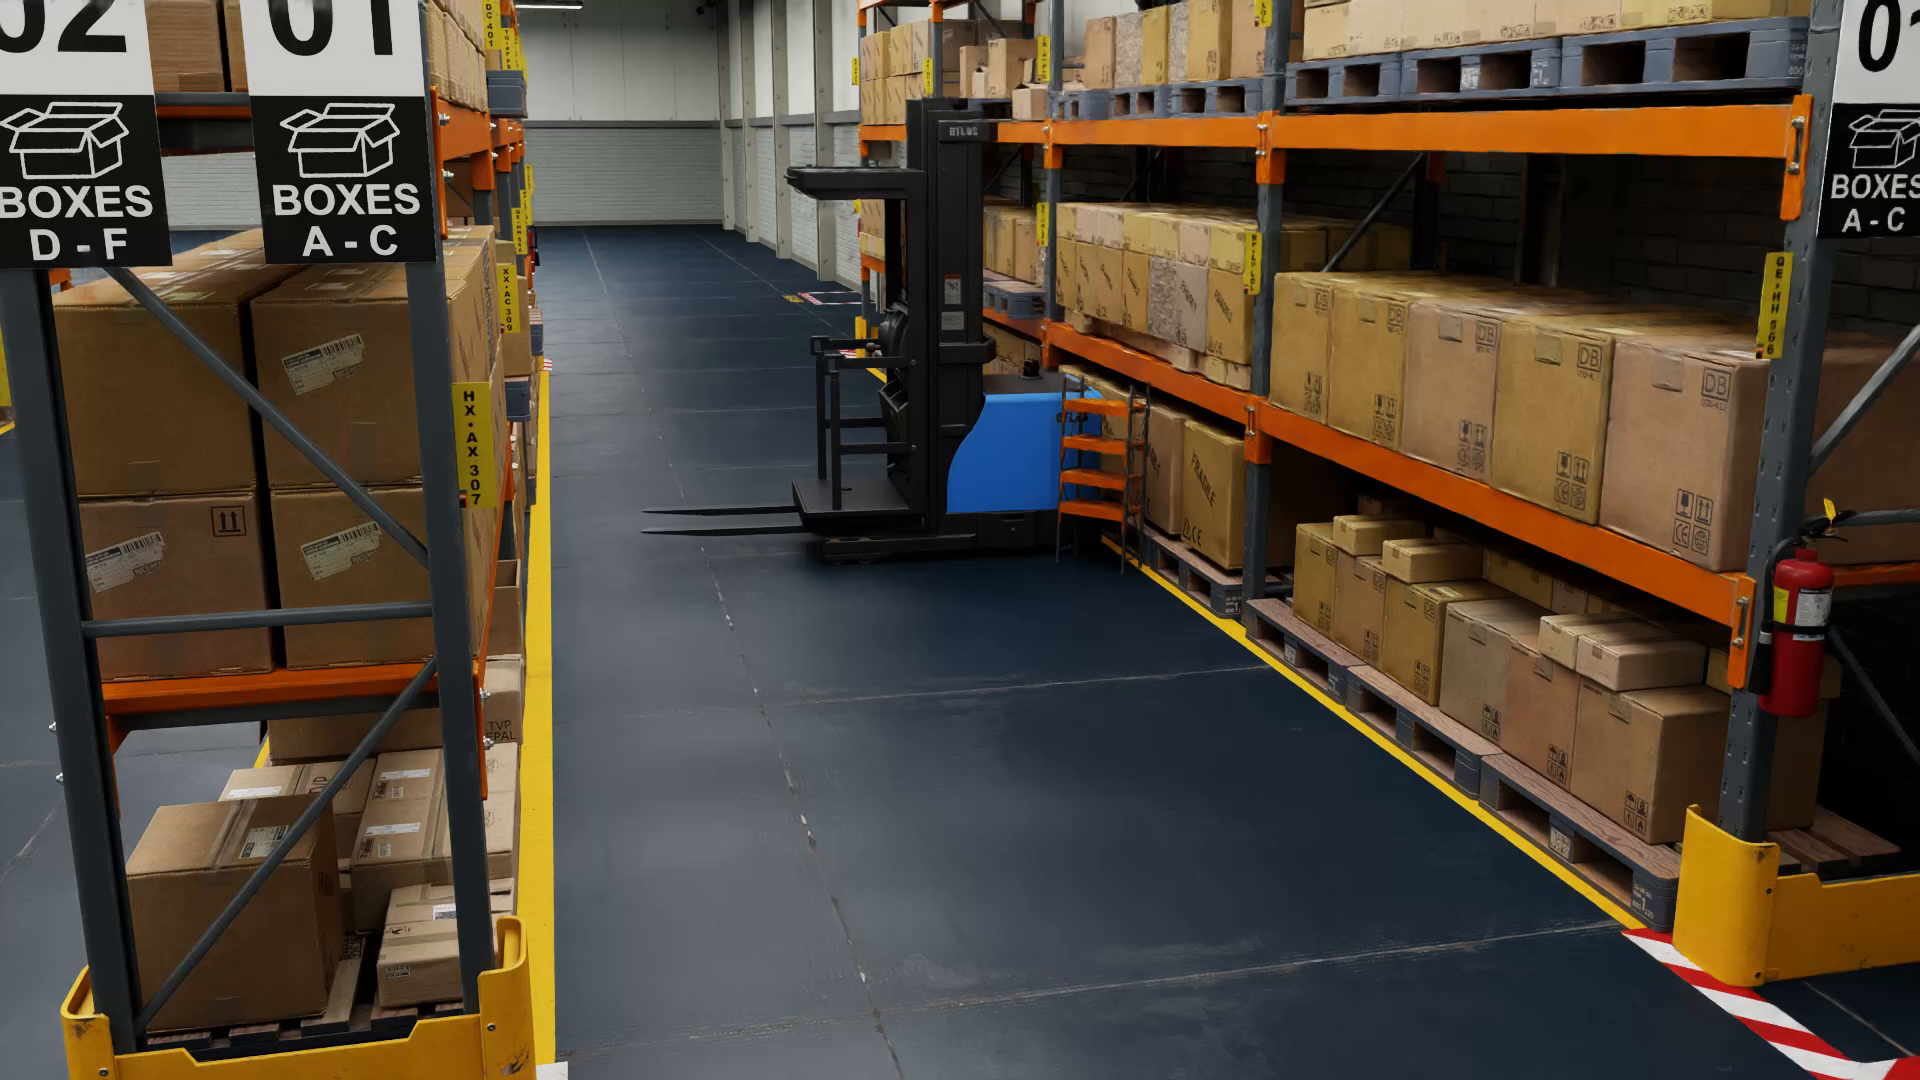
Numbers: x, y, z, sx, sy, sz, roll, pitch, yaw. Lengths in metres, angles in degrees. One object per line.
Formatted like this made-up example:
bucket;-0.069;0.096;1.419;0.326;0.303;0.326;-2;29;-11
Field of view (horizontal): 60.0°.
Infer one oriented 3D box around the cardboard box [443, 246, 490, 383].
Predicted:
cardboard box;-1.989;-0.796;6.047;0.500;0.500;0.500;-3;14;-14

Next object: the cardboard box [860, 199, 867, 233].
cardboard box;-0.902;-3.934;19.902;0.500;0.500;0.500;-3;14;-13

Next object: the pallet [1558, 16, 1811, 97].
pallet;2.851;-1.653;5.740;1.003;0.211;1.213;-3;14;-13

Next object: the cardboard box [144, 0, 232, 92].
cardboard box;-2.155;-1.280;4.340;0.500;0.250;0.500;-3;14;-13

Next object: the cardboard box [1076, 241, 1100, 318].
cardboard box;1.136;-1.869;11.878;0.500;0.500;0.500;-3;14;-11

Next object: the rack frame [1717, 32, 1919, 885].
rack frame;3.036;-0.068;5.387;1.000;3.000;0.127;-3;14;-13

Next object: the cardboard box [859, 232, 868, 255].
cardboard box;-0.916;-3.566;19.977;0.500;0.250;0.500;-4;14;-15

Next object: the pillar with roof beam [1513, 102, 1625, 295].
pillar with roof beam;-1.083;-3.552;7.006;9.100;9.000;0.400;-3;14;-13

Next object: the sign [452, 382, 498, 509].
sign;-1.251;-0.242;4.275;0.100;0.325;0.005;-3;14;-13

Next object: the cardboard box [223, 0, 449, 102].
cardboard box;-1.652;-1.308;4.458;0.500;0.250;0.500;-3;14;-13

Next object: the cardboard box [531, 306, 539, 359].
cardboard box;-4.636;-2.148;17.226;0.500;0.500;0.500;-3;14;-13

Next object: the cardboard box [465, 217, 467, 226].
cardboard box;-4.925;-3.031;15.937;0.380;0.149;0.250;-4;14;-14

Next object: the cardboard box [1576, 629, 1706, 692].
cardboard box;2.567;0.451;6.275;0.380;0.149;0.250;-3;14;-14

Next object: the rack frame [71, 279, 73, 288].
rack frame;-10.352;-3.207;18.235;1.000;3.000;0.127;-3;14;-13

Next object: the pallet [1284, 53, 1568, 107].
pallet;2.278;-2.216;8.044;1.003;0.211;1.213;-3;14;-13

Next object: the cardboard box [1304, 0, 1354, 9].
cardboard box;1.991;-2.812;7.938;0.500;0.500;0.500;-3;14;-14

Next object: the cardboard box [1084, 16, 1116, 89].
cardboard box;1.325;-3.527;12.085;0.700;0.500;0.500;-4;14;-18

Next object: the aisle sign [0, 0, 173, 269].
aisle sign;-2.060;-1.022;3.811;0.394;0.787;0.004;-3;14;-13

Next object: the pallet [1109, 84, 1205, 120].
pallet;1.625;-2.876;10.956;1.003;0.211;1.213;-3;14;-11

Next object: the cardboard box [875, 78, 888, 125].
cardboard box;-0.669;-4.938;18.748;0.500;0.500;0.500;-3;14;-11

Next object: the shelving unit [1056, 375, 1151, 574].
shelving unit;0.910;-0.424;10.611;0.503;1.200;0.258;10;14;35

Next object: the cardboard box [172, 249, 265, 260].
cardboard box;-2.517;-0.767;5.931;0.500;0.500;0.500;-3;14;-11

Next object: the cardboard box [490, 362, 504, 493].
cardboard box;-2.106;-0.425;6.634;0.500;0.500;0.500;-3;14;-12

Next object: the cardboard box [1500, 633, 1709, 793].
cardboard box;2.657;0.670;6.745;0.700;0.500;0.500;-3;14;-13

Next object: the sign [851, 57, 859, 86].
sign;-1.249;-5.611;19.912;0.100;0.325;0.005;-3;14;-13

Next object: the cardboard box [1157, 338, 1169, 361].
cardboard box;1.486;-1.237;10.656;0.380;0.149;0.250;-4;14;-15

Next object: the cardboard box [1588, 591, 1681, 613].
cardboard box;2.820;0.314;6.837;0.380;0.149;0.250;-3;14;-13

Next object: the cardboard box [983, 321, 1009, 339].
cardboard box;0.513;-1.930;15.767;0.500;0.250;0.500;-4;14;-14

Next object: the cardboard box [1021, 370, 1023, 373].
cardboard box;0.929;-1.202;14.367;0.700;0.500;0.500;-3;14;-13

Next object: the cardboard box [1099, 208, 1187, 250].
cardboard box;1.261;-2.123;11.337;0.500;0.250;0.500;-3;14;-13

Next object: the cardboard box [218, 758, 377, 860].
cardboard box;-2.339;0.998;5.889;0.500;0.250;0.500;-3;14;-13

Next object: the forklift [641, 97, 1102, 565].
forklift;-0.618;-1.398;10.973;3.031;2.935;1.130;-2;14;-10

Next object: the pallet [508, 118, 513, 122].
pallet;-3.903;-3.154;12.094;1.213;0.211;1.003;-3;14;-11

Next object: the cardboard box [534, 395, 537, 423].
cardboard box;-3.980;-1.114;14.575;0.500;0.250;0.500;-3;14;-12

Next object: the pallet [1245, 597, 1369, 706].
pallet;2.199;0.543;8.759;1.003;0.211;1.213;-3;14;-13

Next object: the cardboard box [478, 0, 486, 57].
cardboard box;-2.340;-2.244;7.236;0.500;0.250;0.500;-3;14;-13

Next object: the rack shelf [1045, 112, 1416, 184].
rack shelf;1.627;-2.560;10.782;1.077;0.370;4.000;-3;14;-13

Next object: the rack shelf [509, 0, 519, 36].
rack shelf;-5.066;-5.392;16.894;1.077;0.370;4.000;-3;14;-13

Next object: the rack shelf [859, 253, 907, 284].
rack shelf;-0.252;-2.949;18.692;1.077;0.370;4.000;-3;14;-13

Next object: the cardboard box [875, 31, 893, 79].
cardboard box;-0.668;-5.422;18.621;0.500;0.500;0.500;-3;14;-12

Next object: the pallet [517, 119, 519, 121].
pallet;-5.395;-4.732;18.342;1.003;0.211;1.213;-3;14;-13

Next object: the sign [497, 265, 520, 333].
sign;-2.192;-1.167;8.059;0.100;0.325;0.005;-3;14;-13

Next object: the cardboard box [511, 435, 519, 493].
cardboard box;-2.829;-0.434;9.643;0.500;0.250;0.500;-3;14;-13

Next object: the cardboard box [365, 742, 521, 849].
cardboard box;-1.865;0.959;6.050;0.500;0.250;0.500;-3;14;-13

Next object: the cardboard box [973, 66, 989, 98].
cardboard box;0.413;-4.182;15.207;0.500;0.311;0.500;-3;14;-11

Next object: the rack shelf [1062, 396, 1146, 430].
rack shelf;0.921;-0.809;10.532;0.480;0.148;0.258;10;14;35

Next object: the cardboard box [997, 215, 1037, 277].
cardboard box;0.723;-2.570;14.490;0.700;0.500;0.500;-3;14;-13

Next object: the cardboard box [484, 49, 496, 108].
cardboard box;-3.280;-2.806;10.063;0.910;0.500;0.500;-3;14;-13

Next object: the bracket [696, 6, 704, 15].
bracket;-7.761;-15.853;49.769;0.235;0.232;0.430;-3;14;-13

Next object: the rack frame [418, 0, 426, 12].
rack frame;-1.778;-2.706;3.541;1.000;3.000;0.127;-3;14;-13
